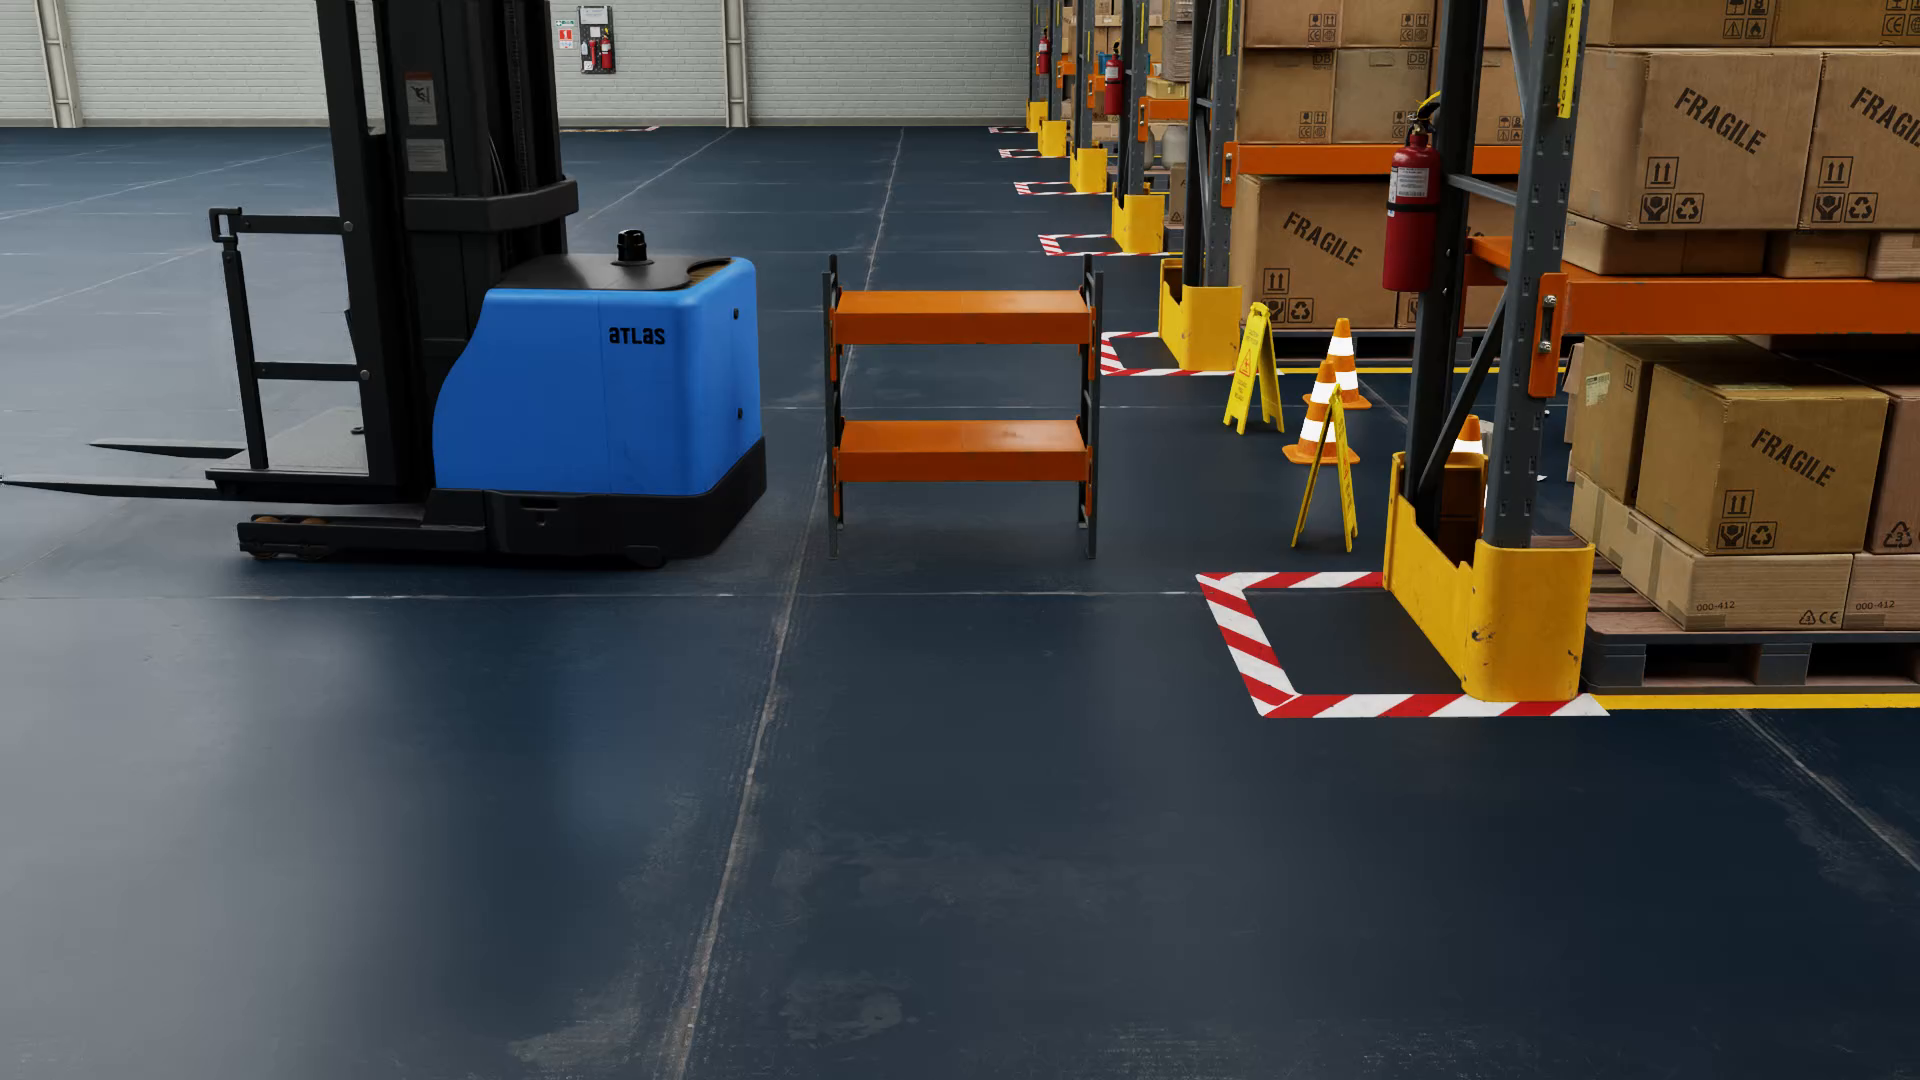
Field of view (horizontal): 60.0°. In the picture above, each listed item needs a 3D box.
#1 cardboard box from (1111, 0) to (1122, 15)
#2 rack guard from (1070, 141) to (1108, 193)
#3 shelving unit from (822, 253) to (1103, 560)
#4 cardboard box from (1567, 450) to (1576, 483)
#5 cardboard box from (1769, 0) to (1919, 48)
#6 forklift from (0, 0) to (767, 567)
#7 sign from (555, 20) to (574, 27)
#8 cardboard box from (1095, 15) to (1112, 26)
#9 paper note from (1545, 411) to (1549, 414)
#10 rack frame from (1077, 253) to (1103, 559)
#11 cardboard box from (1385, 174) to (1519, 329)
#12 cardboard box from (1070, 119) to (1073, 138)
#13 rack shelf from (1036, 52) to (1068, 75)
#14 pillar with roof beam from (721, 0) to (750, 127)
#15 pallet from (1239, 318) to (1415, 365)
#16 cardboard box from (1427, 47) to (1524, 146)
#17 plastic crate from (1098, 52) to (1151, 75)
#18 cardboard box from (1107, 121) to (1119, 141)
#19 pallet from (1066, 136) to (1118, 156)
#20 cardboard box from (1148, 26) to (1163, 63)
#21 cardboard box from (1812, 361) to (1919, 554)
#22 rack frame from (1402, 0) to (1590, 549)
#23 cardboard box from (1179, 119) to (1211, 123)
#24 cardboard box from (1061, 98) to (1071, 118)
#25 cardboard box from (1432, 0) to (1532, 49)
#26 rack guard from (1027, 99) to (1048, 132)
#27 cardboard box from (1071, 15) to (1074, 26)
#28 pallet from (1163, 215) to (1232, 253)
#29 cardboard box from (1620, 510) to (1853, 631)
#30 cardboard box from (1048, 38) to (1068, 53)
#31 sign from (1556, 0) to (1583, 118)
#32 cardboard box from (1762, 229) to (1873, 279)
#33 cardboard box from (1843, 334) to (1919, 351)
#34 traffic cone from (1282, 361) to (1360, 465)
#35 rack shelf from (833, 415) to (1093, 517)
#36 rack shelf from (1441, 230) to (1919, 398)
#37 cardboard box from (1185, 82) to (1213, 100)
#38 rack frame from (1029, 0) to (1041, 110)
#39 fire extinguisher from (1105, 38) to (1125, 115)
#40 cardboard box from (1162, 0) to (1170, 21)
[{"bbox_3d":[2.427,-7.821,23.950,0.500,0.500,0.700,-1,18,-2],"label":"cardboard box"},{"bbox_3d":[1.531,-4.464,19.866,0.348,0.500,1.175,0,18,-1],"label":"rack guard"},{"bbox_3d":[0.007,-0.536,6.596,1.048,1.125,0.538,0,18,-1],"label":"shelving unit"},{"bbox_3d":[2.968,-0.366,7.666,0.250,0.149,0.380,10,20,28],"label":"cardboard box"},{"bbox_3d":[2.704,-1.835,5.290,0.500,0.500,0.700,0,18,0],"label":"cardboard box"},{"bbox_3d":[-2.393,-1.470,6.552,3.031,2.935,1.130,2,18,7],"label":"forklift"},{"bbox_3d":[-7.035,-9.199,29.609,0.331,0.109,0.001,0,18,-1],"label":"sign"},{"bbox_3d":[2.041,-7.447,23.847,0.250,0.149,0.380,-1,18,-2],"label":"cardboard box"},{"bbox_3d":[3.064,-0.686,8.859,0.142,0.017,0.144,6,19,18],"label":"paper note"},{"bbox_3d":[0.515,-0.538,6.604,0.032,1.125,0.500,0,18,-1],"label":"rack frame"},{"bbox_3d":[3.068,-1.828,10.348,0.875,0.875,0.875,-1,18,-2],"label":"cardboard box"},{"bbox_3d":[1.913,-6.136,24.800,0.500,0.250,0.500,0,18,-1],"label":"cardboard box"},{"bbox_3d":[3.299,-8.333,29.011,4.000,0.370,1.077,0,18,-1],"label":"rack shelf"},{"bbox_3d":[-3.946,-10.446,24.599,0.400,9.000,9.100,0,18,-1],"label":"pillar with roof beam"},{"bbox_3d":[2.309,-1.312,10.511,1.213,0.211,1.003,0,18,-1],"label":"pallet"},{"bbox_3d":[2.993,-2.672,9.942,0.550,0.550,0.875,0,18,-1],"label":"cardboard box"},{"bbox_3d":[1.951,-5.663,19.753,0.616,0.251,0.499,0,18,-1],"label":"plastic crate"},{"bbox_3d":[2.421,-5.982,24.318,0.500,0.250,0.500,0,18,-1],"label":"cardboard box"},{"bbox_3d":[2.145,-5.841,24.632,1.213,0.211,1.003,0,18,-1],"label":"pallet"},{"bbox_3d":[2.870,-7.203,24.148,0.500,0.500,0.700,0,18,0],"label":"cardboard box"},{"bbox_3d":[3.048,-0.272,5.291,0.500,0.500,0.500,-1,18,-3],"label":"cardboard box"},{"bbox_3d":[1.690,-1.100,5.287,0.127,3.000,1.000,0,18,-1],"label":"rack frame"},{"bbox_3d":[3.421,-6.342,24.212,0.500,0.500,0.500,0,18,-1],"label":"cardboard box"},{"bbox_3d":[1.992,-7.571,29.139,0.500,0.311,0.500,-2,18,-7],"label":"cardboard box"},{"bbox_3d":[2.993,-3.179,9.755,0.550,0.550,0.875,0,18,-1],"label":"cardboard box"},{"bbox_3d":[1.375,-7.476,29.254,0.348,0.500,1.175,0,18,-1],"label":"rack guard"},{"bbox_3d":[1.760,-7.569,24.227,0.250,0.149,0.380,-1,18,-2],"label":"cardboard box"},{"bbox_3d":[2.423,-2.793,15.128,1.213,0.211,1.003,0,18,-1],"label":"pallet"},{"bbox_3d":[2.501,0.089,5.392,0.500,0.250,0.500,0,18,-1],"label":"cardboard box"},{"bbox_3d":[1.792,-8.509,28.596,0.500,0.250,0.500,-1,18,-2],"label":"cardboard box"},{"bbox_3d":[1.699,-1.347,4.639,0.005,0.325,0.100,0,18,-1],"label":"sign"},{"bbox_3d":[2.552,-0.901,5.078,0.250,0.149,0.380,-1,18,-3],"label":"cardboard box"},{"bbox_3d":[3.105,-0.763,5.760,0.250,0.149,0.380,0,18,0],"label":"cardboard box"},{"bbox_3d":[1.742,-0.626,7.961,0.334,0.463,0.336,0,18,-1],"label":"traffic cone"},{"bbox_3d":[0.007,-0.303,6.671,1.000,0.278,0.538,0,18,-1],"label":"rack shelf"},{"bbox_3d":[3.690,-0.768,5.427,4.000,0.370,1.077,0,18,-1],"label":"rack shelf"},{"bbox_3d":[2.073,-3.931,14.524,0.250,0.149,0.380,0,18,-1],"label":"cardboard box"},{"bbox_3d":[1.299,-8.666,28.871,0.127,3.000,1.000,0,18,-1],"label":"rack frame"},{"bbox_3d":[1.412,-4.230,15.171,0.183,0.674,0.296,0,18,-1],"label":"fire extinguisher"},{"bbox_3d":[2.080,-4.871,14.753,0.500,0.500,0.500,0,18,-1],"label":"cardboard box"}]
